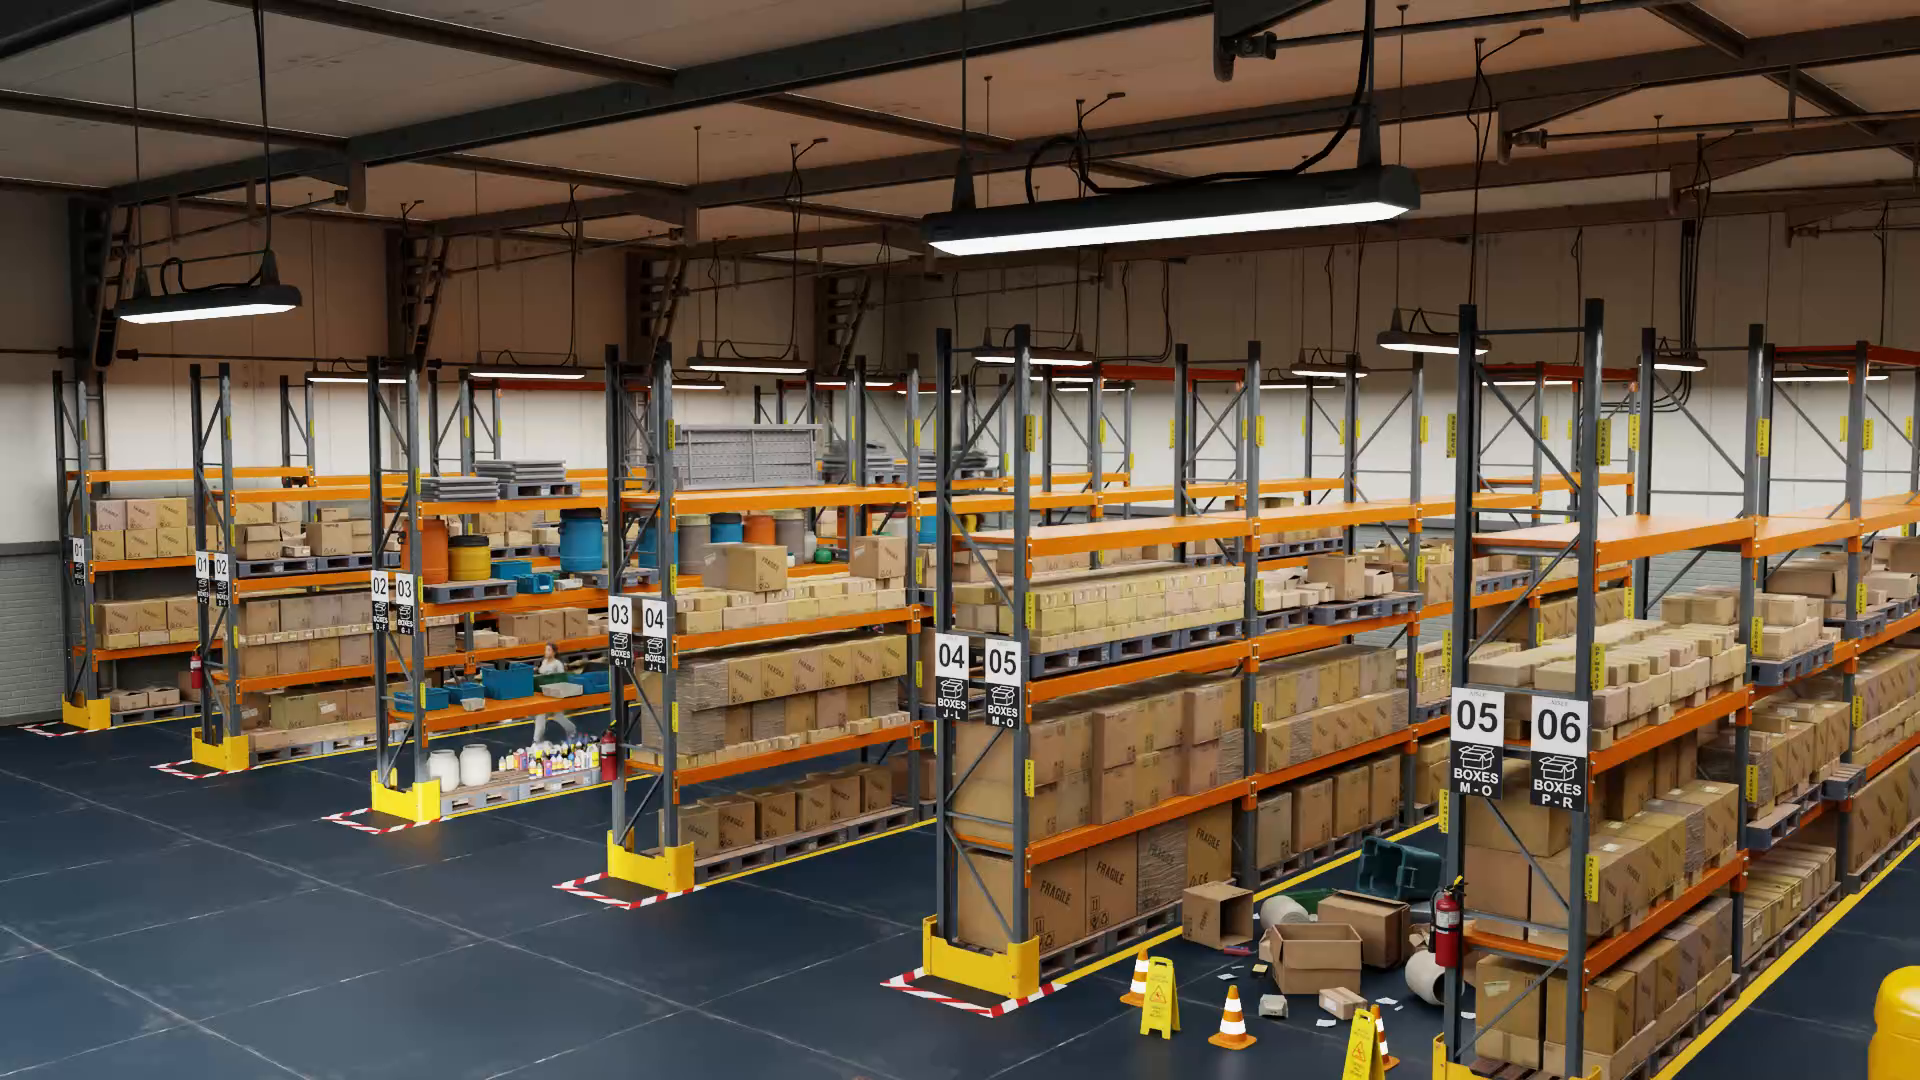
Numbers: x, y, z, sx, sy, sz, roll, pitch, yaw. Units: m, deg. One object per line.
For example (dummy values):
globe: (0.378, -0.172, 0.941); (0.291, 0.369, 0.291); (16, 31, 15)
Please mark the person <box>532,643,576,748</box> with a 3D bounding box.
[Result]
person: (-6.401, 2.429, 26.027); (0.565, 1.652, 0.970); (2, 5, 26)
